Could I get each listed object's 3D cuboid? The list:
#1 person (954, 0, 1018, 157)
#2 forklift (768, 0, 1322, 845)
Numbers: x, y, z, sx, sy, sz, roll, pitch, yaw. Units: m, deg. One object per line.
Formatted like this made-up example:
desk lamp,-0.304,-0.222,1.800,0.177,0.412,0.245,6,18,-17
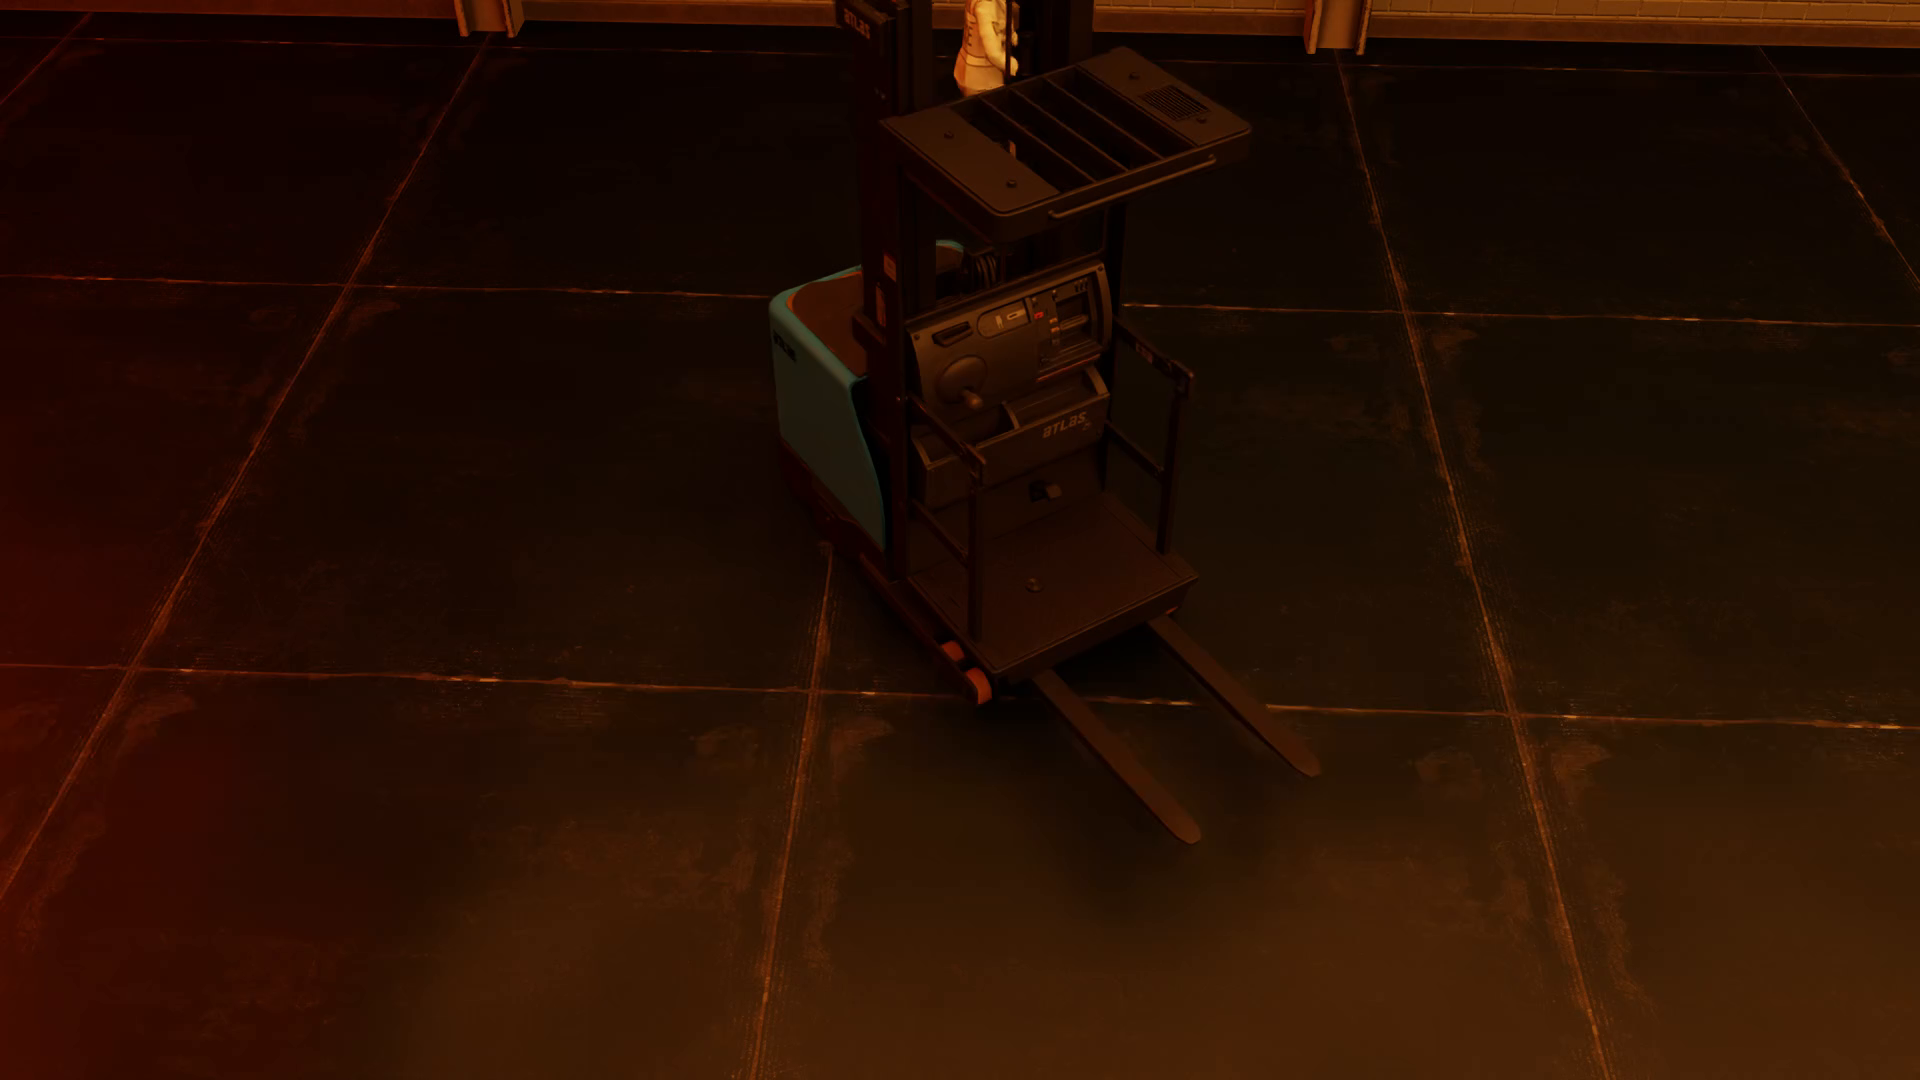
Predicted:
person,0.238,-2.693,9.694,0.561,1.633,0.732,-9,43,-10
forklift,0.333,-0.738,6.550,1.130,2.935,3.031,-24,47,-24
